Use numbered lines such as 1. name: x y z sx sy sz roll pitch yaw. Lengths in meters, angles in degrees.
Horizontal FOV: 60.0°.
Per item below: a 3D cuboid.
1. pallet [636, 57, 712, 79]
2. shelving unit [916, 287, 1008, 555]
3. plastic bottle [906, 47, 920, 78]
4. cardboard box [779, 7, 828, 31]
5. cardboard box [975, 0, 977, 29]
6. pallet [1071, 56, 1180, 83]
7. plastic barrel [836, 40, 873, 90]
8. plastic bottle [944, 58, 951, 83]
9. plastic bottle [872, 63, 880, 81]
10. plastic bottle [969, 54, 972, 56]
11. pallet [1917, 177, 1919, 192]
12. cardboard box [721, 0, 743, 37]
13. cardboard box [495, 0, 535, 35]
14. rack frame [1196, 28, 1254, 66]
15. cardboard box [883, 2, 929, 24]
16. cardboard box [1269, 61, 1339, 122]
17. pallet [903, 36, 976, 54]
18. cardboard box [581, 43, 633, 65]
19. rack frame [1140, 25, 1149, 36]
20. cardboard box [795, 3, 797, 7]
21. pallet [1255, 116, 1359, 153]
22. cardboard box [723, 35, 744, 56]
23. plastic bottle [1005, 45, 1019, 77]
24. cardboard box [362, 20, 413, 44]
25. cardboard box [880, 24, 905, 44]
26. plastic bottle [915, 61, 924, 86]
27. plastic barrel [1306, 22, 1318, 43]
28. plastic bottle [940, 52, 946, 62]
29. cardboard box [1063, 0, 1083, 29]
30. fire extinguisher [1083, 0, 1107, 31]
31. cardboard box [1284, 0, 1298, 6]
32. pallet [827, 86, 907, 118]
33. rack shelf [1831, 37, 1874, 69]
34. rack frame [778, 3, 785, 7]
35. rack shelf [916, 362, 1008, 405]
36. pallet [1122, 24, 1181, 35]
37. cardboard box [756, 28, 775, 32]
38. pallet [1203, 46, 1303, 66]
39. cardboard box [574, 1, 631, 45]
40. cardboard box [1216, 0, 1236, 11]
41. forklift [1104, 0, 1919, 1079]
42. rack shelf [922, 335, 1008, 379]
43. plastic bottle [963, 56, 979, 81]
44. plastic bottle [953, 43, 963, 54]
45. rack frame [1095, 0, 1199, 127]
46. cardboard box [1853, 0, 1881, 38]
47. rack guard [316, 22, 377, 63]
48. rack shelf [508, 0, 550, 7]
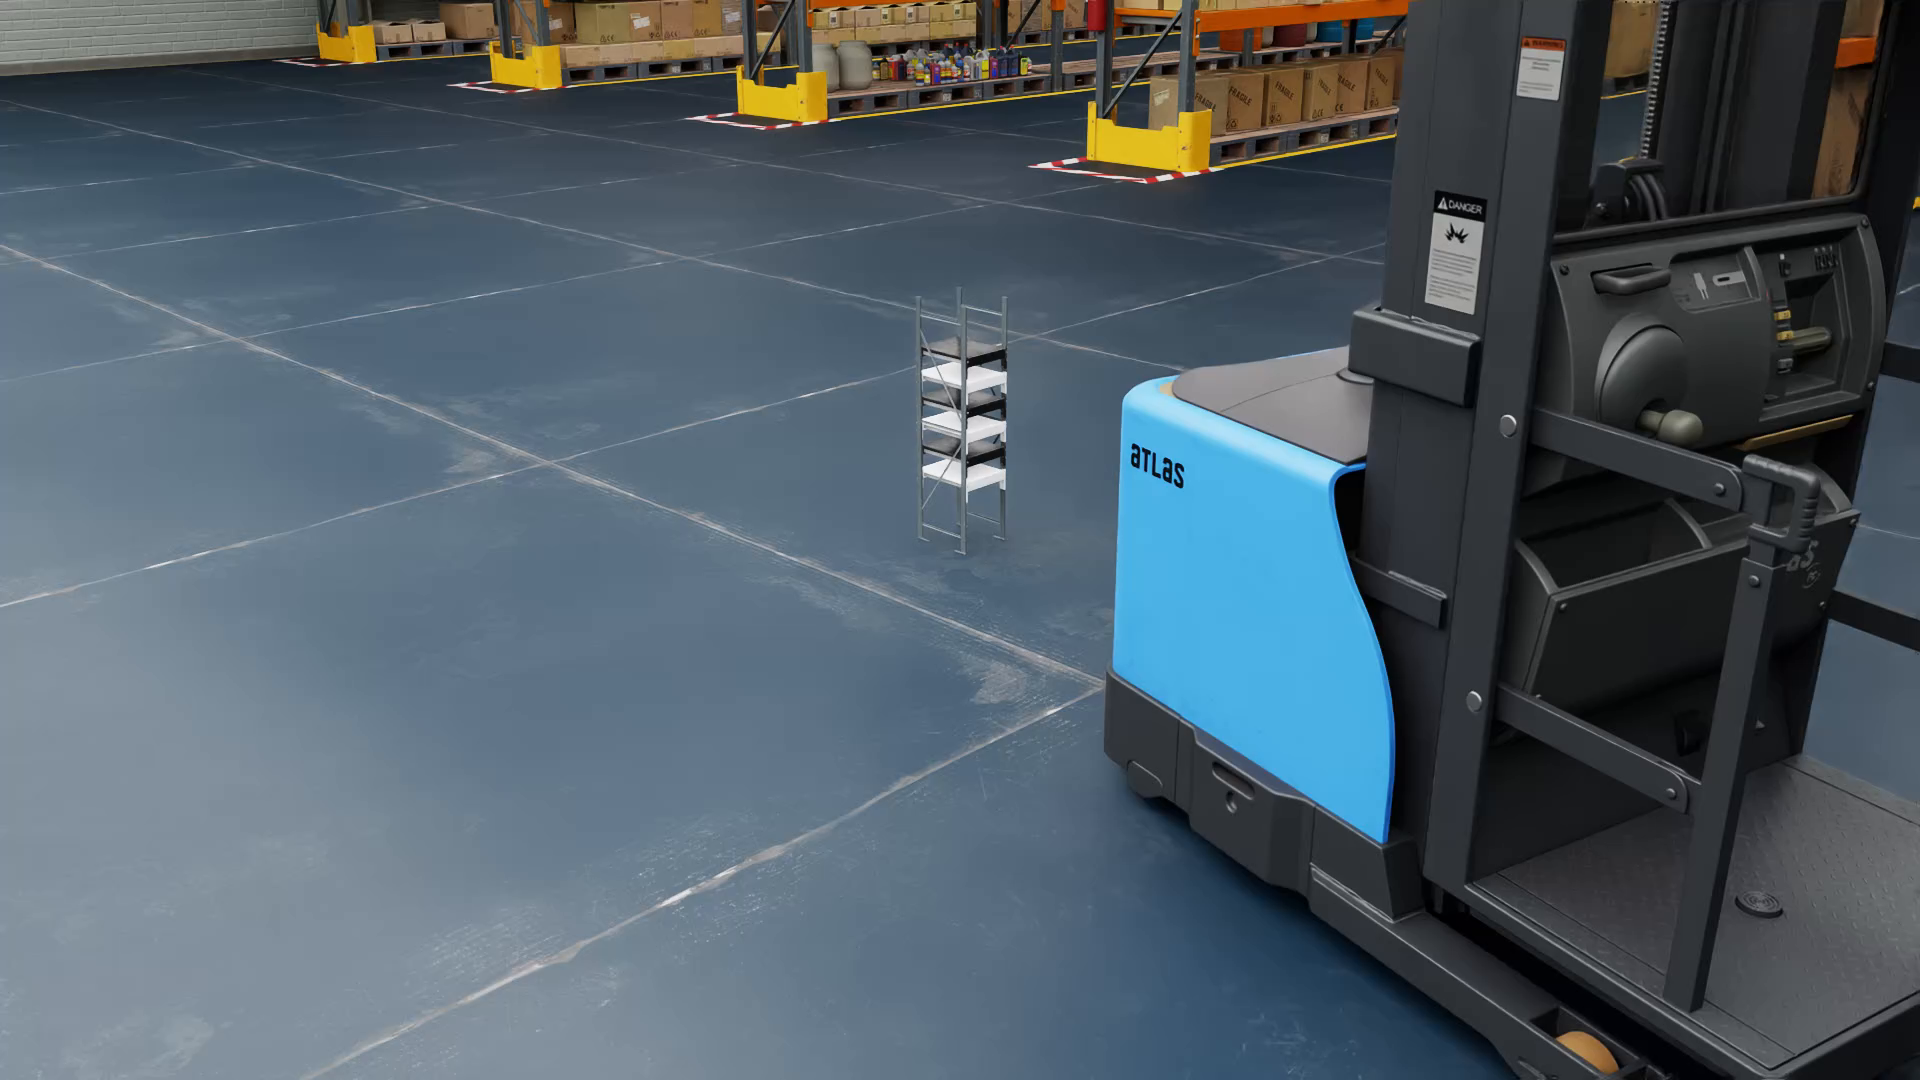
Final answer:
1. pallet: -4.136 -6.420 22.483 1.003 0.211 1.213 19 28 41
2. shelving unit: 0.006 -0.422 5.919 0.258 0.900 0.210 19 28 41
3. plastic bottle: -0.572 -5.649 19.671 0.185 0.351 0.144 -19 28 -40
4. cardboard box: -2.233 -7.449 23.739 0.500 0.311 0.500 19 28 41
5. cardboard box: 0.575 -8.596 27.130 0.500 0.500 0.500 -19 28 -40
6. pallet: 2.218 -6.215 21.950 1.003 0.211 1.213 19 28 41
7. plastic barrel: -1.190 -5.313 18.600 0.421 0.512 0.421 0 21 0
8. plastic bottle: -0.147 -5.395 19.120 0.097 0.271 0.097 0 21 0
9. plastic bottle: -0.977 -5.443 19.341 0.097 0.201 0.097 0 21 0
10. plastic bottle: 0.153 -5.576 19.574 0.061 0.283 0.133 19 28 41
11. pallet: 7.292 -3.005 13.599 1.003 0.211 1.213 19 28 41
12. cardboard box: -3.224 -7.194 22.811 0.500 0.500 0.500 19 28 41
13. cardboard box: -6.947 -8.231 26.180 0.500 0.500 0.500 17 27 37
14. rack frame: 3.637 -8.018 22.754 1.000 3.000 0.127 19 28 41
15. cardboard box: -0.810 -7.972 25.101 0.500 0.311 0.500 19 28 40
16. cardboard box: 3.317 -4.358 16.131 0.500 0.500 0.500 16 26 36
17. pallet: -0.512 -7.755 25.957 1.003 0.211 1.213 19 28 41
18. cardboard box: -4.611 -6.326 21.600 0.500 0.250 0.500 19 28 41
19. rack frame: 2.881 -10.287 28.657 1.000 3.000 0.127 19 28 41
20. cardboard box: -2.264 -7.716 24.434 0.500 0.311 0.500 -19 28 -41
21. pallet: 3.101 -3.952 16.062 1.003 0.211 1.213 19 28 41
22. cardboard box: -3.223 -6.843 22.945 0.500 0.250 0.500 19 28 41
23. plastic bottle: 0.604 -5.721 19.857 0.144 0.351 0.185 18 28 39
24. cardboard box: -8.495 -7.547 24.663 0.500 0.311 0.500 15 26 35
25. cardboard box: -1.168 -7.580 24.862 0.500 0.250 0.500 -20 28 -41
26. plastic bottle: -0.456 -5.281 18.824 0.097 0.271 0.097 0 21 0
27. plastic barrel: 5.084 -7.641 24.655 0.421 0.512 0.421 0 21 0
28. plastic bottle: -0.221 -5.722 19.971 0.097 0.271 0.097 0 21 0
29. cardboard box: 1.688 -8.742 27.508 0.500 0.500 0.500 18 27 39
30. fire extinguisher: 1.195 -4.772 14.416 0.296 0.674 0.183 19 28 41
31. cardboard box: 2.842 -4.941 15.099 0.380 0.149 0.250 19 28 41
32. pallet: -1.354 -4.899 18.525 1.003 0.211 1.213 19 28 41
33. rack shelf: 6.483 -3.633 12.348 1.077 0.370 4.000 19 28 41
34. rack frame: -3.461 -10.498 29.205 1.000 3.000 0.127 19 28 41
35. rack shelf: 0.006 -0.559 5.866 0.258 0.077 0.200 19 28 41
36. pallet: 3.361 -9.161 29.616 1.003 0.211 1.213 19 28 41
37. cardboard box: -2.618 -7.322 24.191 0.500 0.250 0.500 19 28 40
38. pallet: 4.157 -6.929 23.809 1.003 0.211 1.213 19 28 41
39. cardboard box: -4.609 -6.676 21.465 0.500 0.500 0.500 19 28 41
40. cardboard box: 2.163 -4.678 14.414 0.380 0.149 0.250 19 28 41
41. forklift: 1.566 -0.385 2.992 1.130 2.935 3.031 -12 24 -28
42. rack shelf: 0.006 -0.643 5.834 0.258 0.077 0.200 19 28 41
43. plastic bottle: 0.128 -5.513 19.420 0.135 0.276 0.152 -20 28 -41
44. plastic bottle: -0.014 -5.855 20.206 0.185 0.351 0.144 -19 28 -41
45. rack frame: 1.605 -4.722 14.179 1.000 3.000 0.127 19 28 41
46. cardboard box: 6.163 -3.891 11.807 0.875 0.550 0.550 19 28 41
47. rack guard: -8.989 -7.294 24.354 1.175 0.500 0.348 19 28 41
48. rack shelf: -4.095 -7.381 22.098 1.077 0.370 4.000 19 28 41
